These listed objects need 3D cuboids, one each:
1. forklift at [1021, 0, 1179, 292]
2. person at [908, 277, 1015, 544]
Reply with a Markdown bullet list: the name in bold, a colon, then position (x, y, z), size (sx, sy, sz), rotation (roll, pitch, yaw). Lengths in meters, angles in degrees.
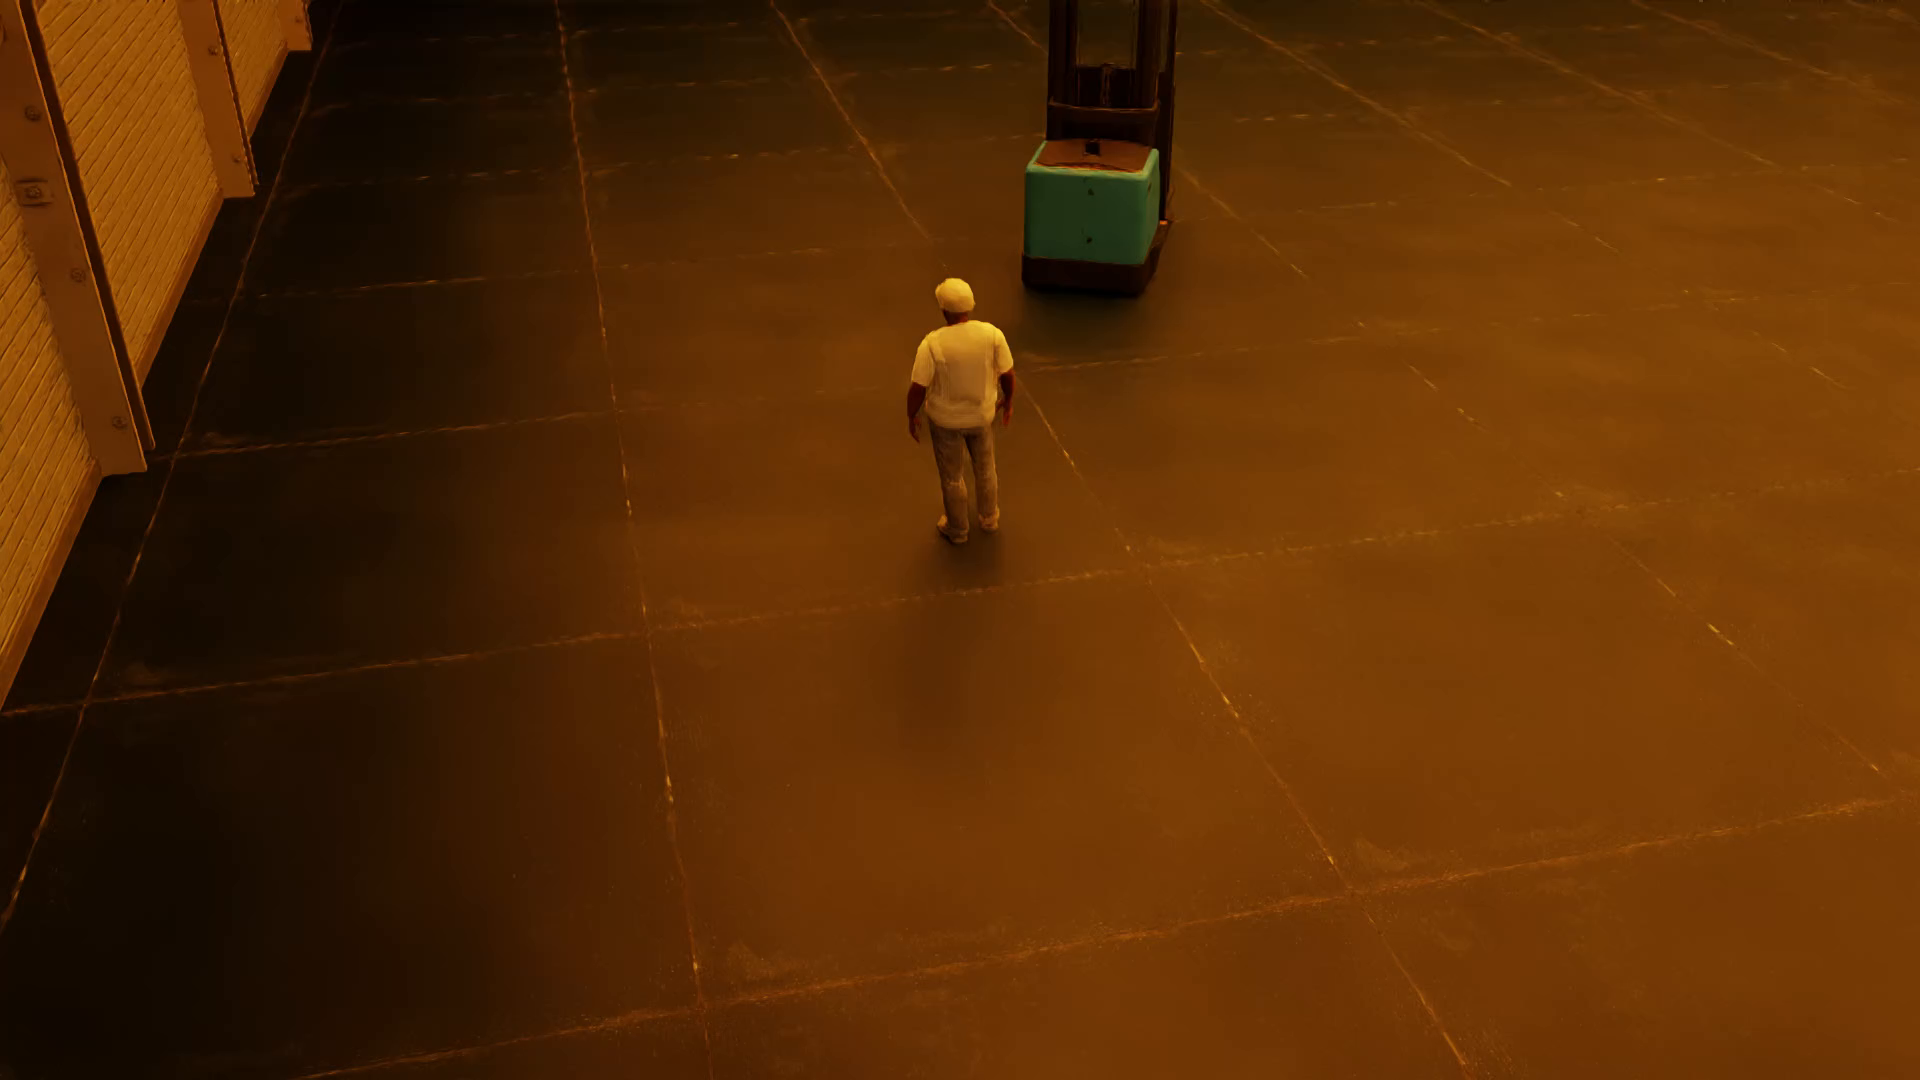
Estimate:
- **forklift**: position (1.360, -4.076, 14.616), size (1.130, 2.935, 3.031), rotation (7, 31, 11)
- **person**: position (-0.011, -0.805, 10.114), size (0.665, 1.766, 0.576), rotation (-7, 31, -12)
